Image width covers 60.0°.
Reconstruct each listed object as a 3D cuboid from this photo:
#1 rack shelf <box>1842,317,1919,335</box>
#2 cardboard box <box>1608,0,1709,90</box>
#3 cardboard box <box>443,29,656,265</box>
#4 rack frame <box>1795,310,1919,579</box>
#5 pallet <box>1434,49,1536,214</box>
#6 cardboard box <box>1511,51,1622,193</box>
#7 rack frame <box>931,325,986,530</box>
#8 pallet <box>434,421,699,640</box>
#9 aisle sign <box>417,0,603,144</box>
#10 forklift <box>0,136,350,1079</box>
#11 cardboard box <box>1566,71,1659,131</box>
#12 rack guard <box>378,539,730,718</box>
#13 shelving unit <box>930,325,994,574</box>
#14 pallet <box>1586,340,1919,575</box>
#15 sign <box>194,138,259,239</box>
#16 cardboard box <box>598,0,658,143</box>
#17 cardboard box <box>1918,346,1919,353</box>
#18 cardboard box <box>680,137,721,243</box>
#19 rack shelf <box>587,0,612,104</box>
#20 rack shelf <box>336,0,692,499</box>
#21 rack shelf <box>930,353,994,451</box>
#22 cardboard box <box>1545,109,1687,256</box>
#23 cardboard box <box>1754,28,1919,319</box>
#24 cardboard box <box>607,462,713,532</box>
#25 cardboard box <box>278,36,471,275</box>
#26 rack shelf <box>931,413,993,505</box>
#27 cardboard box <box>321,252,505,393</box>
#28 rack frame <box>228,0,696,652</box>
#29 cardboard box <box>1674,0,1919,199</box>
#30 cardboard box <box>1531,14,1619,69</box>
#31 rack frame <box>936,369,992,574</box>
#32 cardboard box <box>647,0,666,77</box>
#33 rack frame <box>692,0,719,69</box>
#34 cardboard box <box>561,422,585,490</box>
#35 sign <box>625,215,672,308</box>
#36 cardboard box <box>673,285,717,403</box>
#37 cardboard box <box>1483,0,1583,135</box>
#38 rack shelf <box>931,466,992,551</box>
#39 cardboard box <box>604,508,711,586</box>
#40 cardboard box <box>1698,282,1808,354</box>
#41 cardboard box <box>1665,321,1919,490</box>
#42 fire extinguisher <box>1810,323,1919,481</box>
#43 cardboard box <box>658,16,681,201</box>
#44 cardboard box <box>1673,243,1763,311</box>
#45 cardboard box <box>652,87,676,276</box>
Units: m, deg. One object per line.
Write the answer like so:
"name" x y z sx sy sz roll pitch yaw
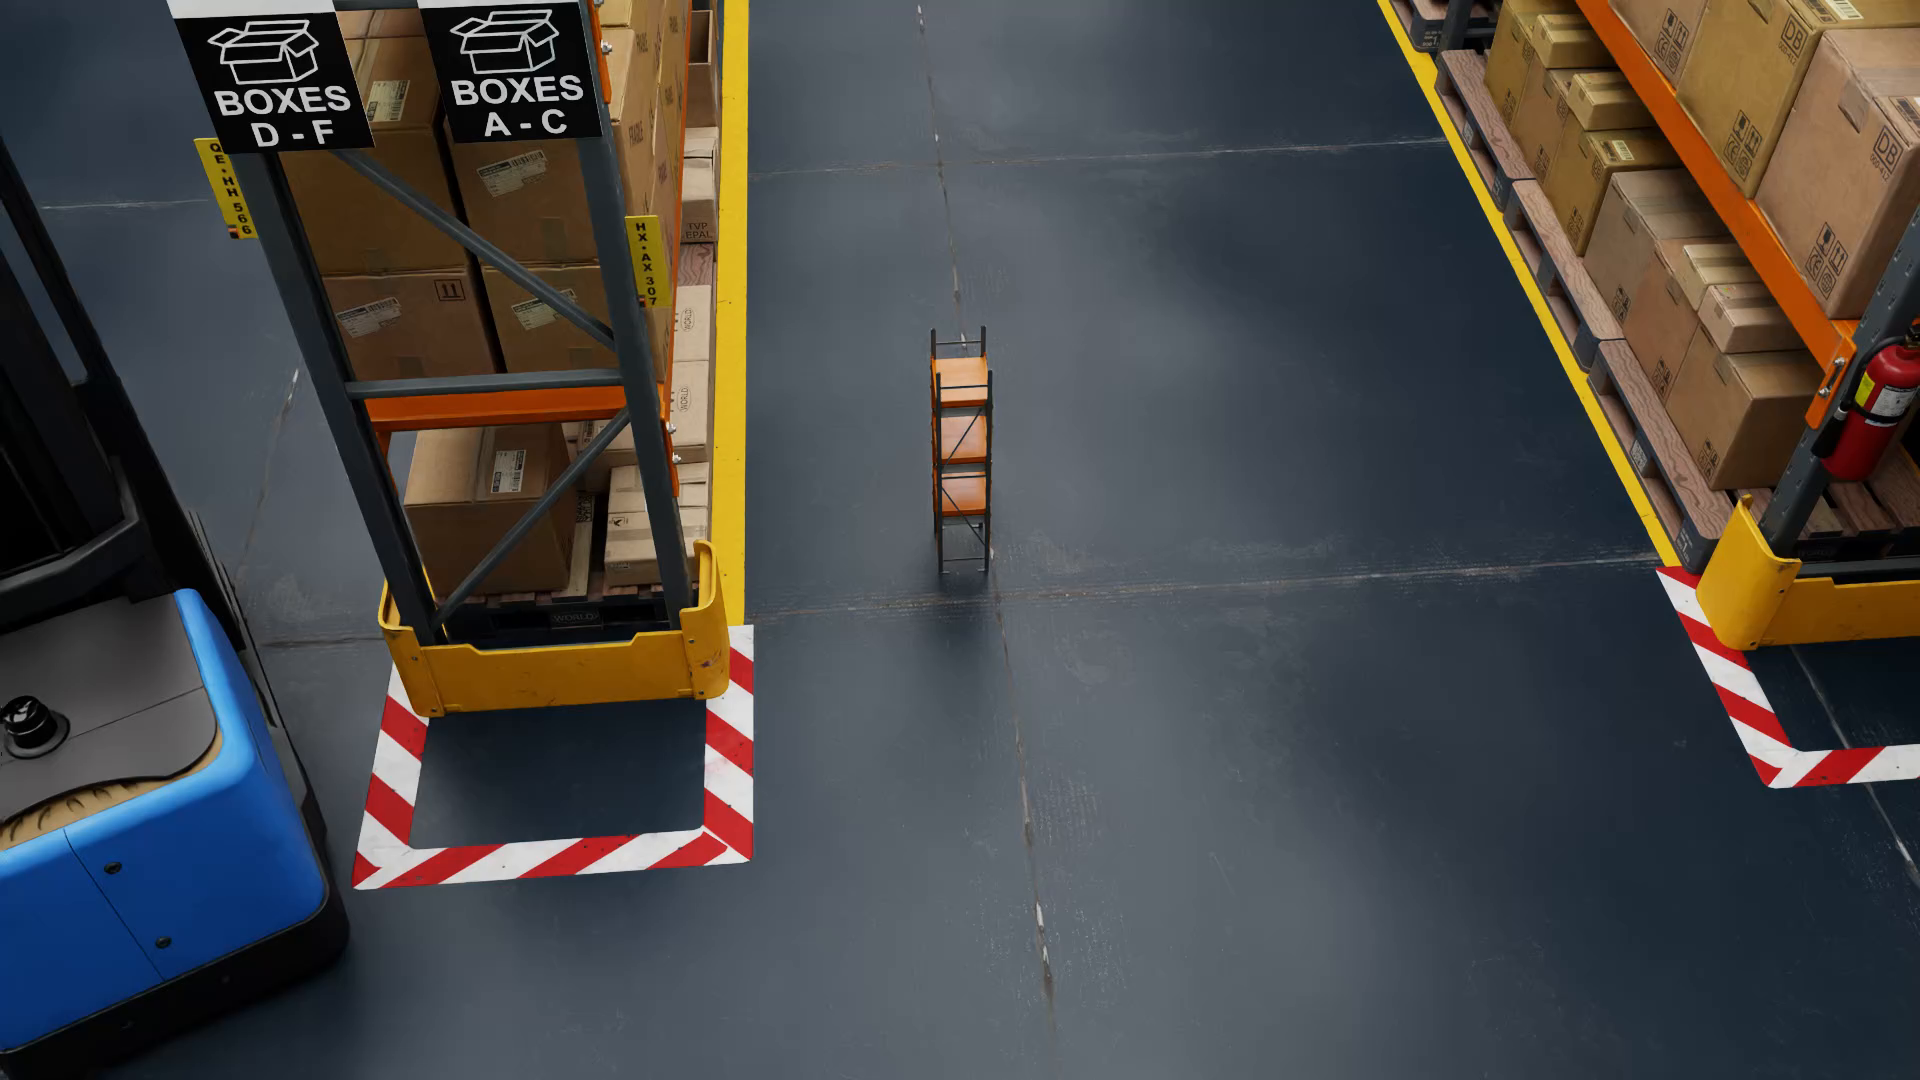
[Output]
"rack shelf" 3.316 -2.049 6.986 0.919 0.124 3.809 -3 47 -3
"cardboard box" 3.304 -2.332 6.686 0.980 0.700 0.700 -6 47 -5
"cardboard box" -1.227 -1.194 5.057 0.500 0.500 0.500 -2 47 -2
"rack frame" 3.480 -0.782 5.425 0.949 2.616 0.053 -3 47 -3
"pallet" 3.134 -2.163 8.653 1.003 0.211 1.213 -3 47 -3
"cardboard box" 3.148 -2.050 8.058 0.700 0.500 0.500 -4 47 -4
"rack frame" -0.006 -0.411 6.416 0.200 1.050 0.008 -3 47 -3
"pallet" -1.526 -0.151 6.748 1.003 0.211 1.213 -3 47 -3
"aisle sign" -1.154 -1.341 4.164 0.394 0.787 0.004 -3 47 -3
"forklift" -3.170 -0.396 5.106 1.130 2.935 3.031 -23 51 -20
"cardboard box" 3.000 -2.000 7.564 0.380 0.149 0.250 -5 47 -4
"rack guard" -1.459 0.326 6.097 1.175 0.500 0.348 -3 47 -3
"shelving unit" 0.004 -0.322 6.332 0.215 1.050 0.252 -3 47 -3
"pallet" 3.339 -0.397 6.981 1.003 0.211 1.213 -3 47 -3
"sign" -2.007 -0.966 4.584 0.100 0.325 0.005 -3 47 -3
"cardboard box" -1.278 -1.572 5.415 0.500 0.500 0.500 -3 47 -3
"cardboard box" 3.535 -0.712 6.344 0.380 0.149 0.250 -3 47 -3
"cardboard box" -1.394 -1.662 7.807 0.500 0.311 0.500 -3 47 -3
"rack shelf" -1.620 -2.710 5.680 1.077 0.370 4.000 -3 47 -3
"rack shelf" -1.620 -1.678 6.769 1.077 0.370 4.000 -3 47 -3
"rack shelf" 0.004 -0.510 6.134 0.215 0.259 0.240 -3 47 -3
"cardboard box" 3.189 -1.679 7.706 0.700 0.500 0.500 -3 47 -2
"cardboard box" 3.431 -1.254 5.665 0.980 0.700 0.700 -2 47 -1
"cardboard box" -1.166 -0.160 6.484 0.380 0.166 0.250 -3 47 -3
"cardboard box" -1.764 -1.162 5.027 0.500 0.500 0.500 -4 47 -4
"rack shelf" 0.004 -0.315 6.340 0.215 0.259 0.240 -3 47 -3
"cardboard box" -1.761 -0.820 5.392 0.500 0.500 0.500 -2 47 -2
"rack frame" -1.452 -0.479 5.137 1.000 3.000 0.127 -3 47 -3
"cardboard box" 3.359 -1.780 6.163 0.980 0.700 0.700 -4 47 -4
"cardboard box" 2.956 -2.378 7.922 0.380 0.149 0.250 -2 47 -2
"rack frame" 0.015 -0.234 6.249 0.200 1.050 0.008 -3 47 -3
"cardboard box" -1.315 -1.934 5.758 0.500 0.500 0.500 -3 47 -3
"rack frame" -1.787 -3.373 7.878 1.000 3.000 0.127 -3 47 -3
"cardboard box" -1.688 -0.332 6.647 0.380 0.166 0.250 -3 47 -3
"sign" -0.912 -0.809 4.854 0.100 0.325 0.005 -3 47 -3
"cardboard box" -1.299 -0.818 7.050 0.500 0.250 0.500 -3 47 -3
"cardboard box" 3.109 -2.414 8.403 0.700 0.500 0.500 -3 47 -3
"rack shelf" 0.004 -0.124 6.542 0.215 0.259 0.240 -3 47 -3
"cardboard box" -1.145 0.027 6.319 0.380 0.149 0.250 -3 47 -3
"cardboard box" 3.133 -0.872 6.496 0.380 0.149 0.250 -4 47 -4
"cardboard box" 3.325 -0.568 6.654 0.700 0.500 0.500 -3 47 -3
"fire extinguisher" 3.036 -0.490 5.459 0.296 0.674 0.183 -3 47 -3
"cardboard box" -1.314 -1.586 6.117 0.500 0.500 0.500 -4 47 -3
"cardboard box" 3.111 -1.057 6.671 0.380 0.149 0.250 -2 47 -2
"cardboard box" -1.275 -1.223 5.773 0.500 0.500 0.500 -4 47 -4
